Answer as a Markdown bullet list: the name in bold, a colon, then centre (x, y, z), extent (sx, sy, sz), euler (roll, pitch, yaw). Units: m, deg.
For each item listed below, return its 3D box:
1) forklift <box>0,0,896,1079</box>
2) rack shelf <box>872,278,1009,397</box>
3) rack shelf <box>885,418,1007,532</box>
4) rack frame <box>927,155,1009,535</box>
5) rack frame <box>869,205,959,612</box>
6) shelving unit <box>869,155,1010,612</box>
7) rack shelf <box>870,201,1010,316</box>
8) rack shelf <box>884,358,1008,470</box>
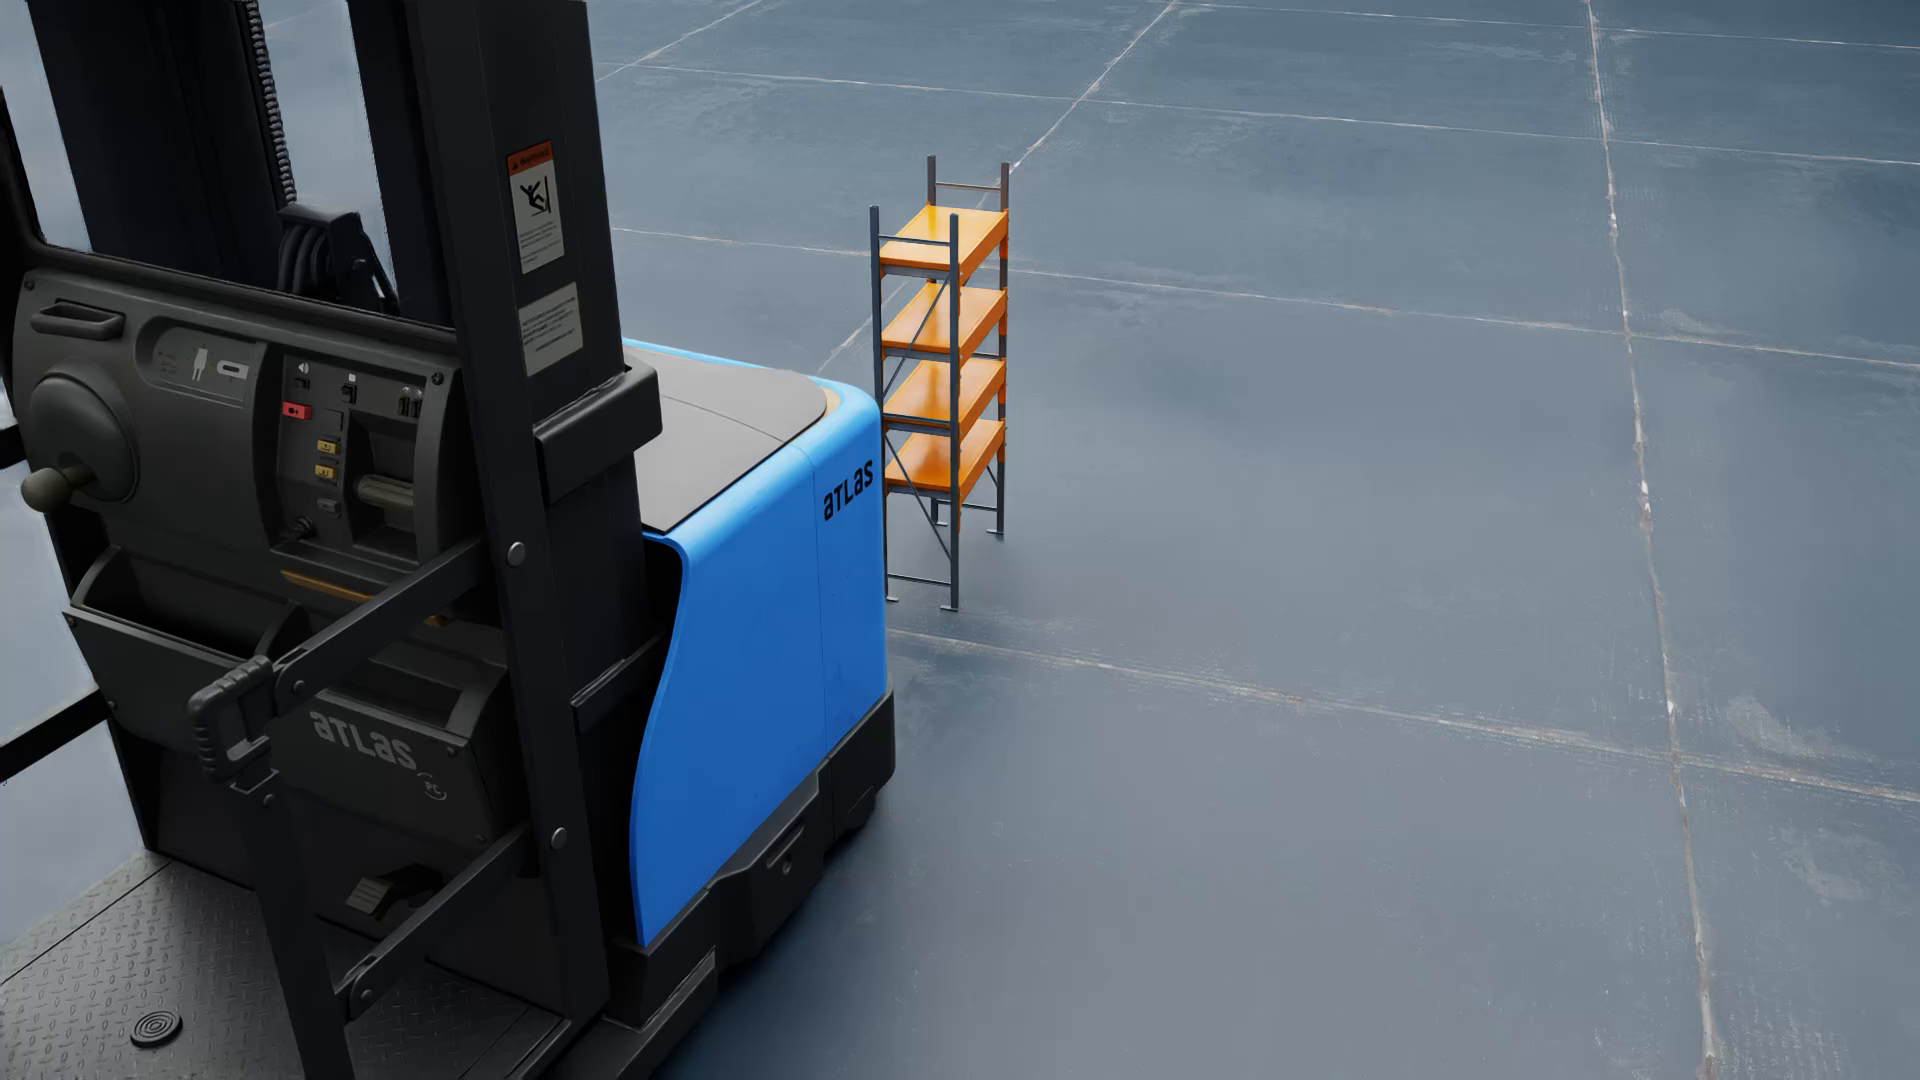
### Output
- **forklift**: centre (-1.265, -0.136, 2.480), extent (1.130, 2.935, 3.031), euler (14, 32, 23)
- **rack shelf**: centre (-0.049, -0.584, 4.744), extent (0.258, 0.148, 0.480), euler (8, 30, 15)
- **rack shelf**: centre (-0.049, -0.215, 4.949), extent (0.258, 0.148, 0.480), euler (8, 30, 15)
- **rack frame**: centre (0.023, -0.561, 5.024), extent (0.240, 1.200, 0.015), euler (8, 30, 15)
- **rack frame**: centre (-0.120, -0.334, 4.616), extent (0.240, 1.200, 0.015), euler (8, 30, 15)
- **shelving unit**: centre (-0.049, -0.447, 4.820), extent (0.258, 1.200, 0.503), euler (8, 30, 15)
- **rack shelf**: centre (-0.049, -0.791, 4.629), extent (0.258, 0.148, 0.480), euler (8, 30, 15)
- **rack shelf**: centre (-0.049, -0.389, 4.853), extent (0.258, 0.148, 0.480), euler (8, 30, 15)
